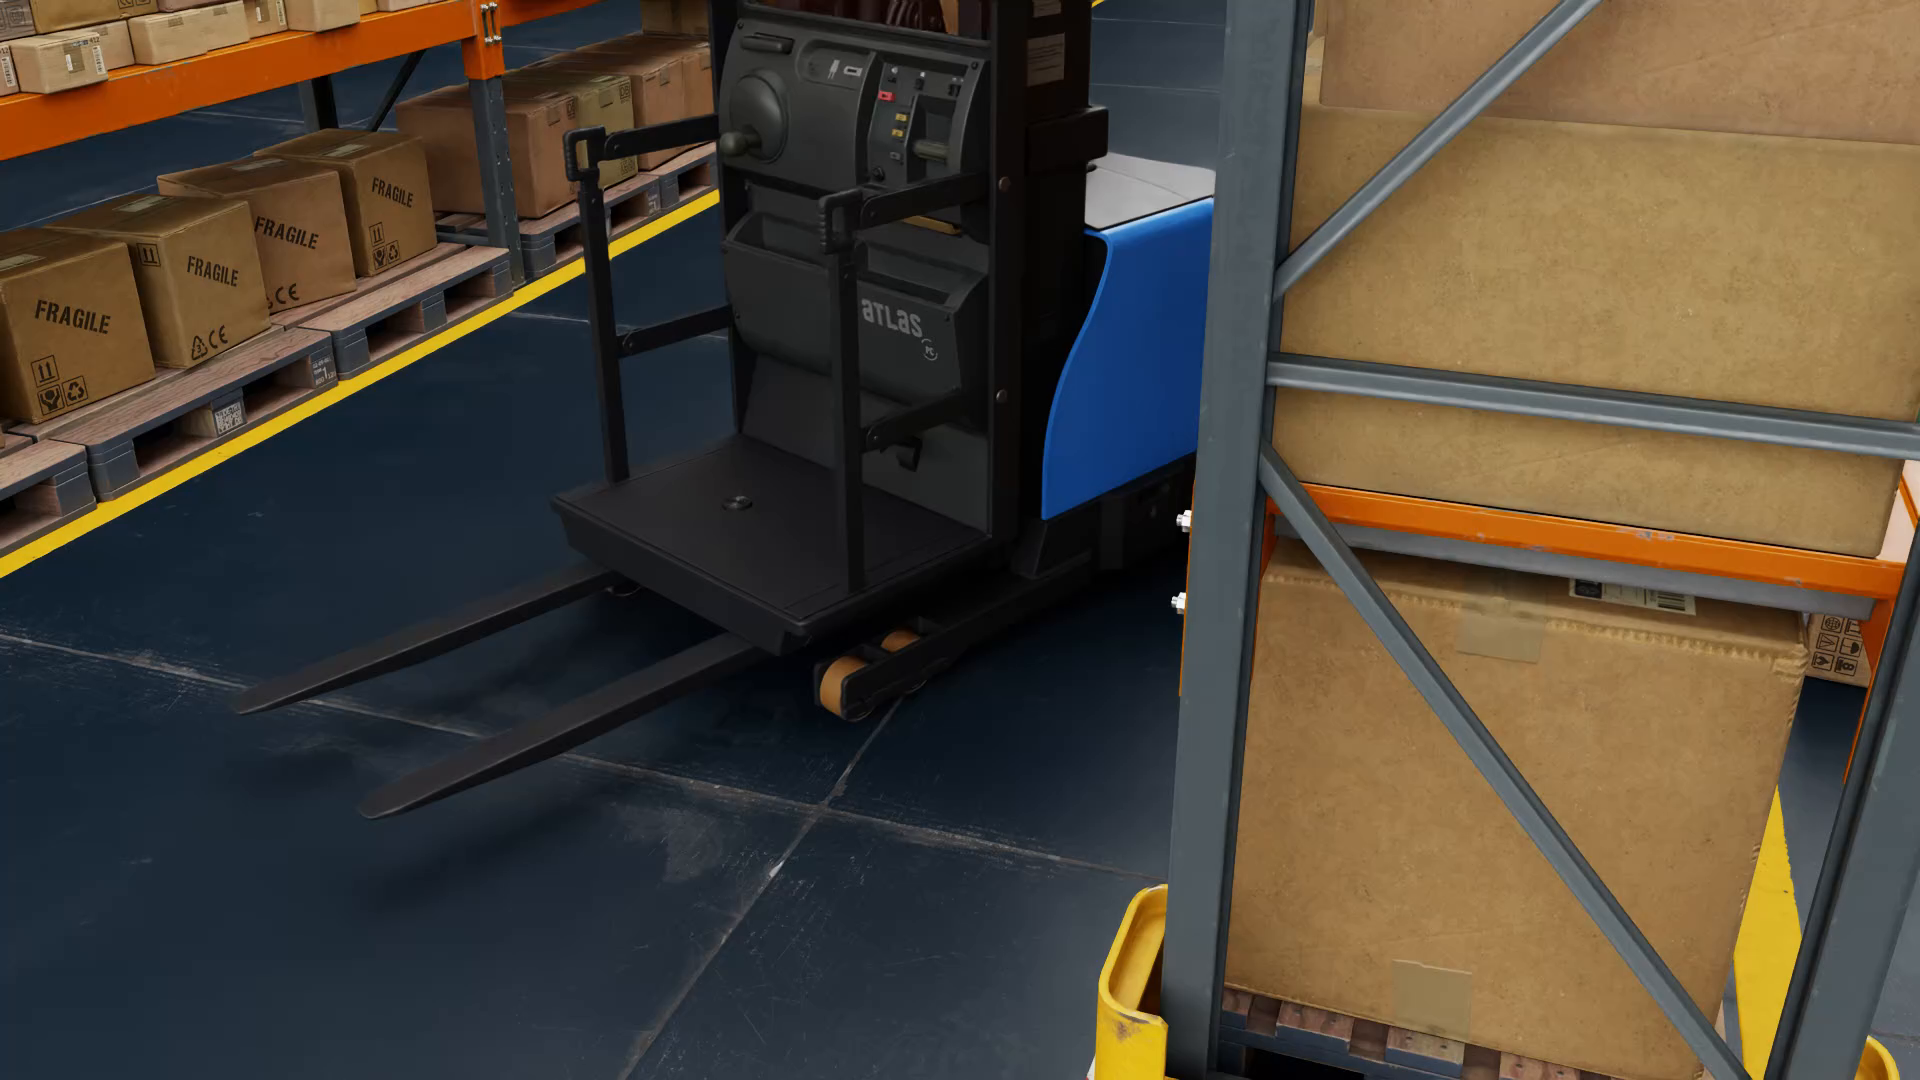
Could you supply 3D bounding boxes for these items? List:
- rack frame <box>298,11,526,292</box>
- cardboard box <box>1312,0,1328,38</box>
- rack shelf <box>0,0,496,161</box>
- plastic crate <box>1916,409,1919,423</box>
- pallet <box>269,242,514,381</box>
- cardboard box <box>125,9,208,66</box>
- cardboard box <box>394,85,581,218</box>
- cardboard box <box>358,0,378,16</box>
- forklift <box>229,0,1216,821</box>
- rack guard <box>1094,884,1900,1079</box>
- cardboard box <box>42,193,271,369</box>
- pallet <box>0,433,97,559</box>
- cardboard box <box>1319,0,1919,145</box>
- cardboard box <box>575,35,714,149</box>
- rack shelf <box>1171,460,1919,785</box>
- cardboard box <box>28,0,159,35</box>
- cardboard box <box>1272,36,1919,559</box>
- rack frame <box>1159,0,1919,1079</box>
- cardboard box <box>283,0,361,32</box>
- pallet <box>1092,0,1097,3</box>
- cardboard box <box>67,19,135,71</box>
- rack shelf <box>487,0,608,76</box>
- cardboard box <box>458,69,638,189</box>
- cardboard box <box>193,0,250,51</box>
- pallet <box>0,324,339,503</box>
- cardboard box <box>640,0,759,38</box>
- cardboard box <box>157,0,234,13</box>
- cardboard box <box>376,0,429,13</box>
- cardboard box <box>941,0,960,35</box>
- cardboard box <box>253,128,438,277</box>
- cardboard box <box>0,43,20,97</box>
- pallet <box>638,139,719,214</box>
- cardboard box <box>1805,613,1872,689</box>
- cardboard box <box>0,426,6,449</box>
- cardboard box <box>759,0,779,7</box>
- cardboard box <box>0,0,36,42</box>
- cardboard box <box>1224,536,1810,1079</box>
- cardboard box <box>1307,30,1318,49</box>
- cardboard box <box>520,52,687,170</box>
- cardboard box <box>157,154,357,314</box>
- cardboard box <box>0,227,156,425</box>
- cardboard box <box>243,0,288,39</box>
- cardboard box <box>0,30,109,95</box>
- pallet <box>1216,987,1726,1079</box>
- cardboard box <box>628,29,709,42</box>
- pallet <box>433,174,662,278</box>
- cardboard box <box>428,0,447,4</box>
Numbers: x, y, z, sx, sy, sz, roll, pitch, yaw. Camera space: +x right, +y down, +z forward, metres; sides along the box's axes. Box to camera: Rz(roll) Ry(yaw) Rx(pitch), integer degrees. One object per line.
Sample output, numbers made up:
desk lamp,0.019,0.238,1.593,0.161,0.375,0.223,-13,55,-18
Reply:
rack frame,-2.494,-2.573,7.121,1.000,3.000,0.127,9,27,17
cardboard box,1.074,-1.108,2.685,0.875,0.550,0.550,9,27,17
rack shelf,-3.160,-1.427,5.580,1.077,0.370,4.000,9,27,17
plastic crate,3.327,-0.311,5.610,0.662,0.188,0.450,-20,23,-36
pallet,-2.684,-1.036,7.148,1.003,0.211,1.213,9,27,17
cardboard box,-2.801,-1.714,5.637,0.380,0.149,0.250,9,27,17
cardboard box,-2.270,-1.895,8.085,0.700,0.500,0.500,7,27,13
cardboard box,-2.520,-2.133,6.502,0.380,0.149,0.250,9,27,17
forklift,-0.444,-1.104,4.167,1.130,2.935,3.031,23,34,38
rack guard,0.810,0.967,2.679,1.175,0.500,0.348,9,27,17
cardboard box,-2.981,-0.975,6.208,0.500,0.500,0.500,6,27,13
pallet,-3.496,-0.034,5.077,1.003,0.211,1.213,9,27,17
cardboard box,0.978,-0.868,2.190,0.875,0.550,0.550,9,27,17
cardboard box,-1.722,-2.547,9.432,0.700,0.500,0.500,11,28,22
rack shelf,1.484,-0.666,4.009,1.077,0.370,4.000,9,27,17
cardboard box,-3.179,-1.956,5.391,0.875,0.500,0.500,9,27,17
cardboard box,0.899,-0.394,2.451,0.875,0.550,0.550,9,27,17
rack frame,0.815,-0.168,2.156,0.949,2.616,0.053,9,27,17
cardboard box,-2.499,-2.014,6.256,0.380,0.149,0.250,9,27,17
pallet,0.899,-5.409,16.180,1.003,0.211,1.213,9,27,17
cardboard box,-2.957,-1.623,5.447,0.380,0.149,0.250,9,27,17
rack shelf,-1.829,-3.071,8.975,1.077,0.370,4.000,9,27,17
cardboard box,-2.093,-2.088,8.484,0.700,0.500,0.500,9,27,17
cardboard box,-2.751,-1.822,5.859,0.380,0.149,0.250,9,27,17
pallet,-3.089,-0.533,6.109,1.003,0.211,1.213,9,27,17
cardboard box,-1.525,-3.128,9.771,0.500,0.250,0.500,12,28,23
cardboard box,-2.973,-2.155,5.803,0.875,0.500,0.500,9,27,17
cardboard box,-2.381,-2.227,6.696,0.380,0.149,0.250,9,27,17
cardboard box,-0.610,-4.095,12.221,1.225,0.875,0.875,9,27,18
cardboard box,-2.665,-1.478,7.247,0.500,0.500,0.500,8,27,16
cardboard box,-3.096,-1.413,5.014,0.380,0.149,0.250,9,27,17
pallet,-1.832,-2.141,9.429,1.003,0.211,1.213,9,27,17
cardboard box,2.601,0.099,4.469,0.500,0.500,0.500,14,29,26
cardboard box,-3.435,-0.498,5.222,0.500,0.500,0.500,17,30,31
cardboard box,-1.358,-3.347,10.224,0.500,0.250,0.500,10,28,20
cardboard box,-3.356,-1.752,4.970,0.875,0.500,0.500,9,27,17
cardboard box,0.982,0.311,3.122,0.875,0.875,0.875,9,27,18
cardboard box,1.062,-0.624,2.924,0.875,0.550,0.550,9,27,17
cardboard box,-1.907,-2.318,8.959,0.700,0.500,0.500,6,27,13
cardboard box,-2.848,-1.241,6.758,0.500,0.500,0.500,19,32,34
cardboard box,-3.209,-0.752,5.748,0.500,0.500,0.500,11,28,22
cardboard box,-2.706,-1.931,6.084,0.380,0.149,0.250,9,27,17
cardboard box,-2.915,-1.501,5.195,0.380,0.149,0.250,9,27,17
pallet,1.011,0.747,3.465,1.003,0.211,1.213,9,27,17
cardboard box,-1.540,-2.781,9.916,0.700,0.500,0.500,6,27,13
pallet,-2.236,-1.638,8.390,1.003,0.211,1.213,9,27,17
cardboard box,-2.288,-2.328,6.905,0.380,0.149,0.250,9,27,17
